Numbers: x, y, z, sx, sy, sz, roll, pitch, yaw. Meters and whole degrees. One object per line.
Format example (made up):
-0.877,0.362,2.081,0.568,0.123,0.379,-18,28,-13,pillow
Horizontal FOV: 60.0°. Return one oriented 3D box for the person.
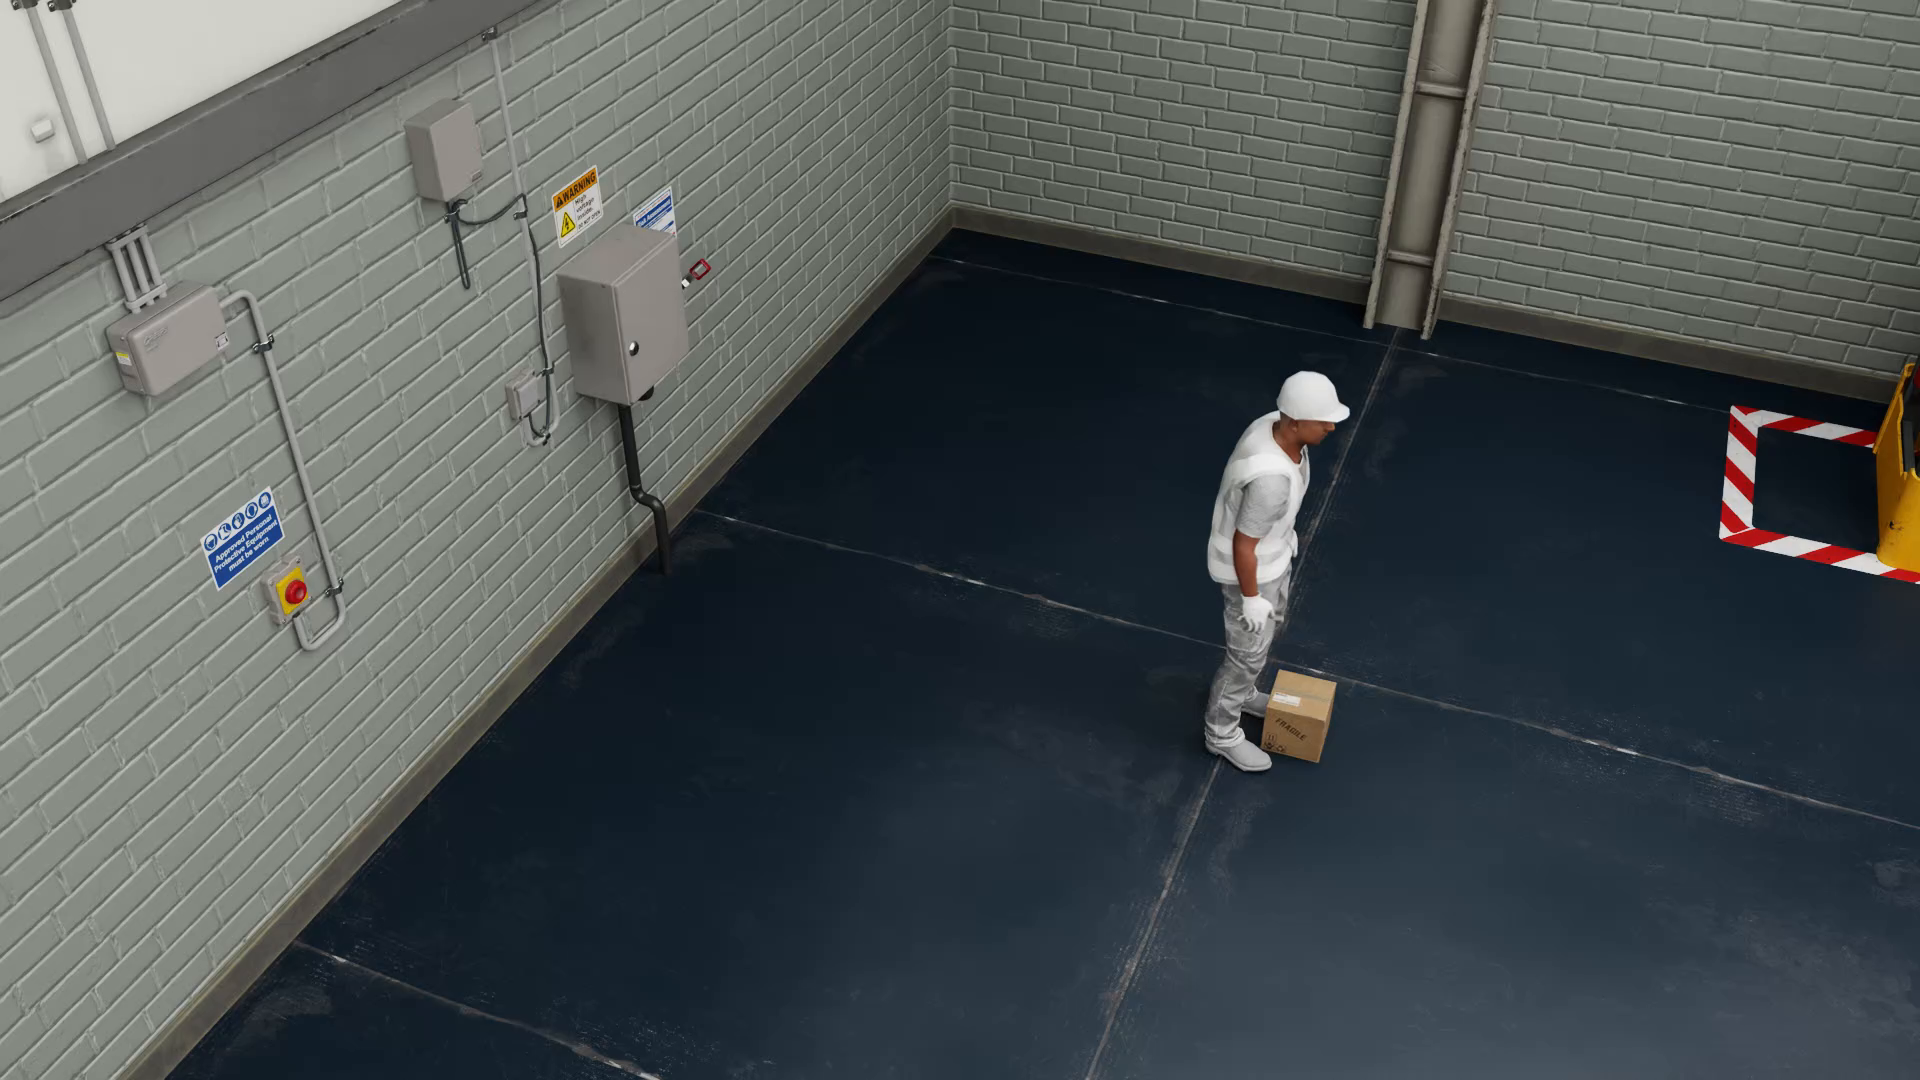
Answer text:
1.228,0.098,6.683,0.454,1.774,0.624,13,39,17,person
